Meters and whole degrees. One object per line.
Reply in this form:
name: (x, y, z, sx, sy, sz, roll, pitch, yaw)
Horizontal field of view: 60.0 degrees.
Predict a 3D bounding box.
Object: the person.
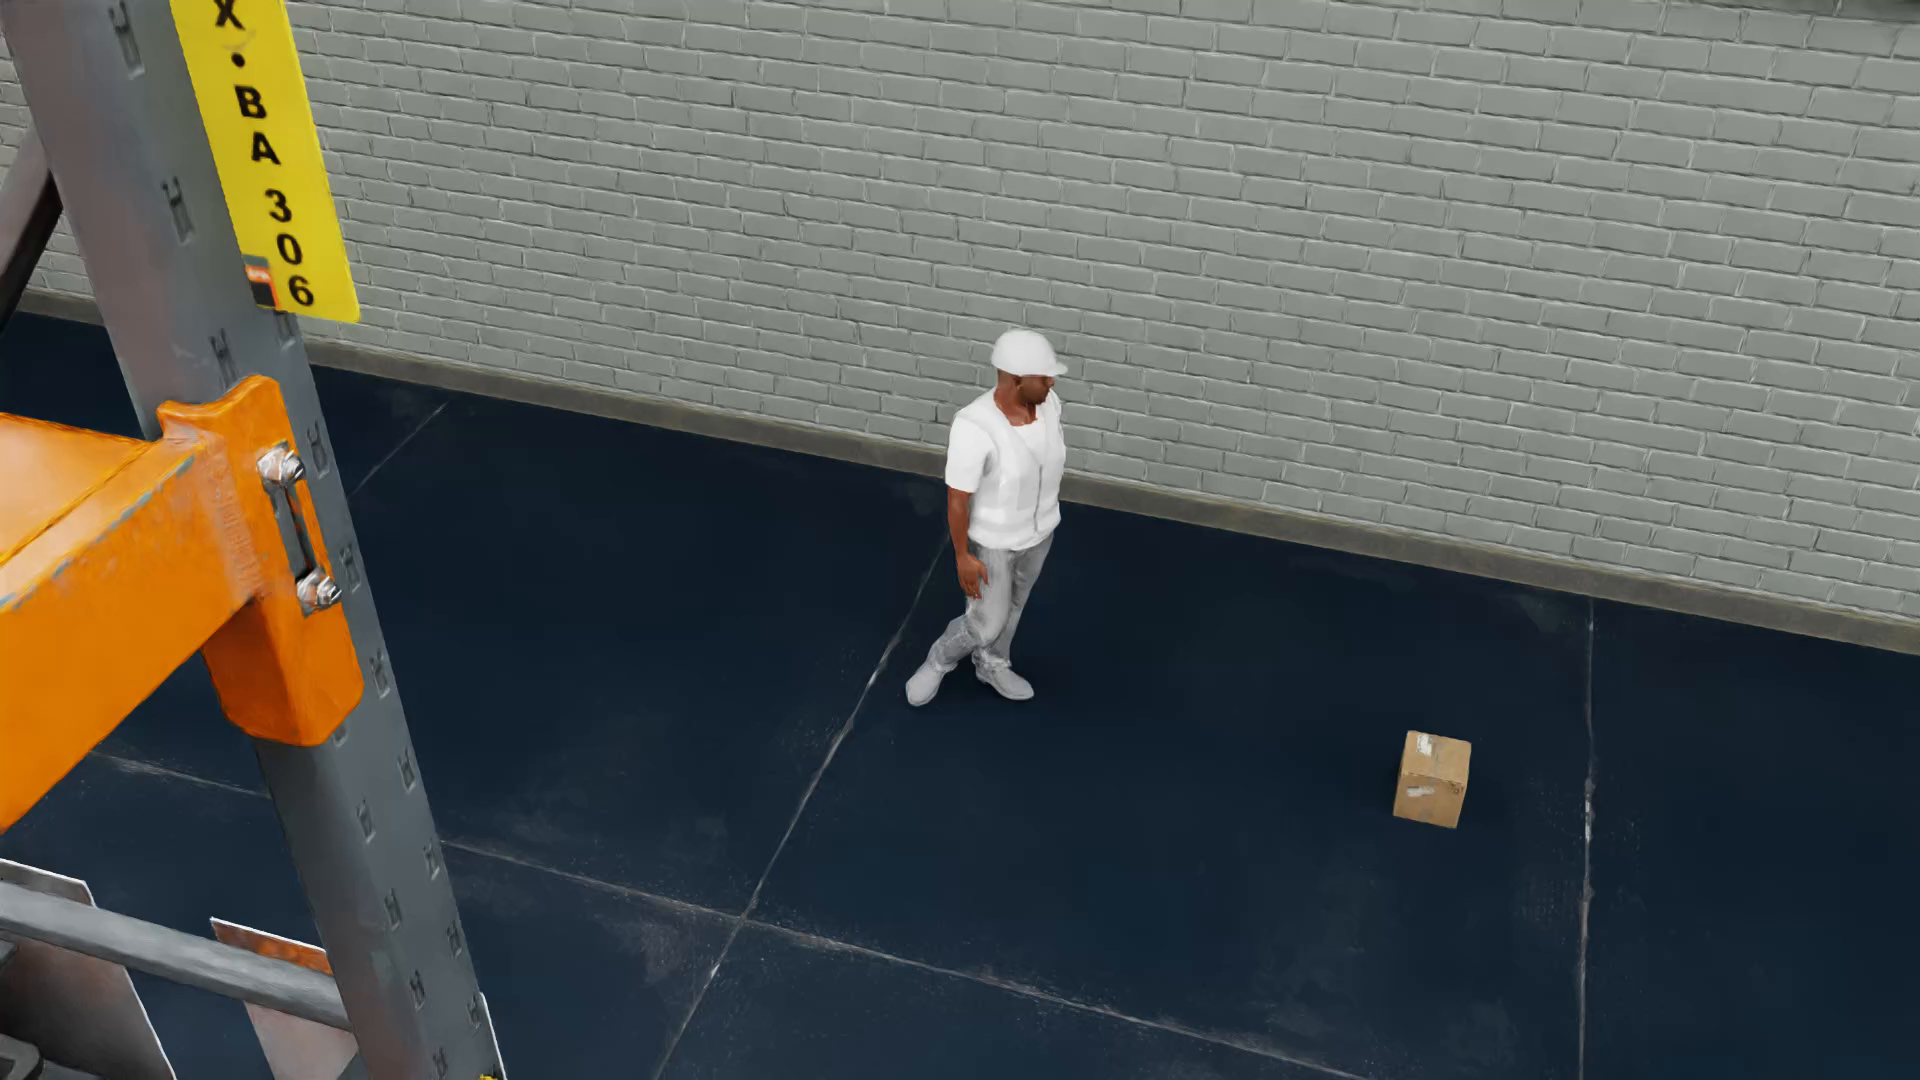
person: (0.121, -0.058, 6.676, 0.730, 1.762, 0.452, -28, 45, -32)
